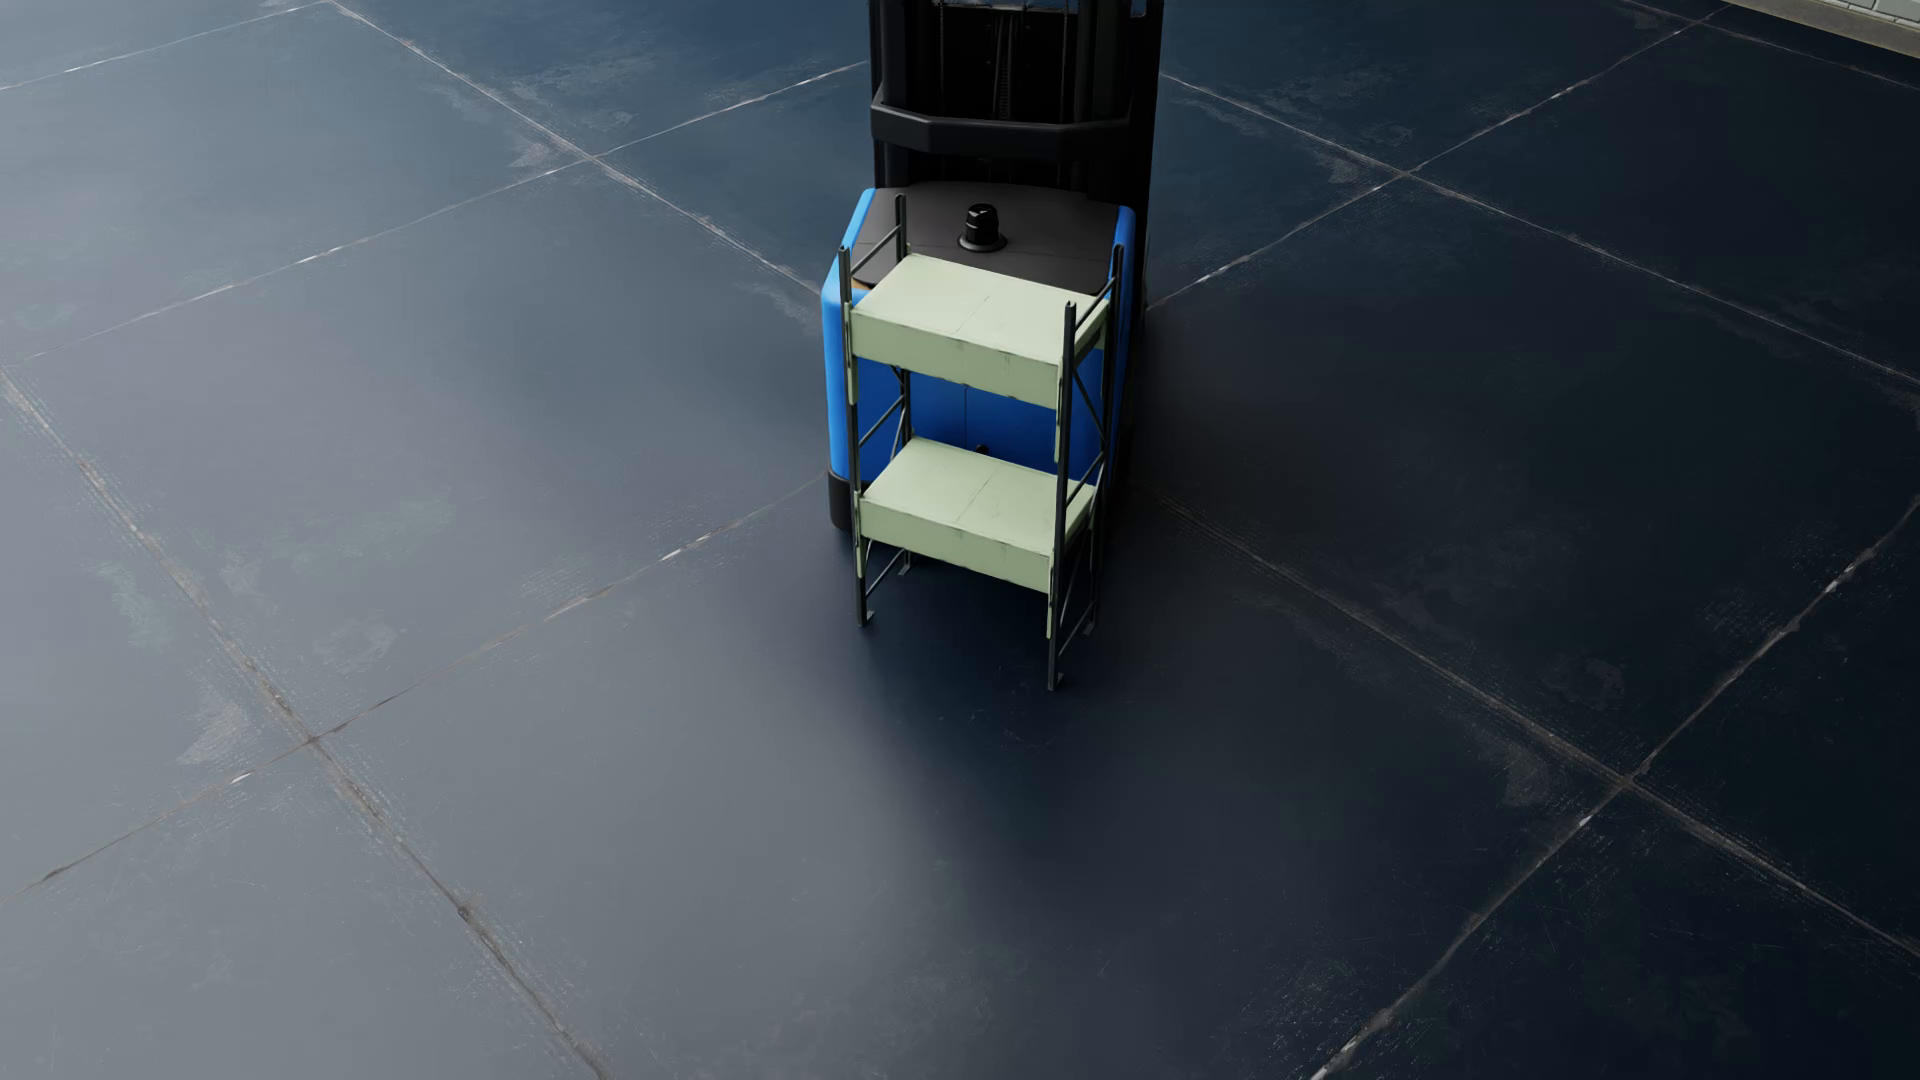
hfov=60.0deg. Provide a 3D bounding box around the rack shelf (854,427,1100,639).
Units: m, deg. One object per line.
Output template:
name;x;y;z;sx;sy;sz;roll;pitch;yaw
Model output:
rack shelf;0.063;-0.033;5.616;0.720;0.370;0.431;17;42;20

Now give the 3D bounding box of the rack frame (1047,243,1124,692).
rack frame;0.392;-0.186;5.287;0.023;1.500;0.400;17;42;20

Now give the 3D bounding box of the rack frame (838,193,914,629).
rack frame;-0.266;-0.387;5.536;0.023;1.500;0.400;17;42;20

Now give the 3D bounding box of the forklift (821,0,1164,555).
forklift;0.242;-2.010;6.406;1.130;2.935;3.031;5;39;7

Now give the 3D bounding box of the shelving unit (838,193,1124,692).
shelving unit;0.063;-0.287;5.411;0.755;1.500;0.431;17;42;20

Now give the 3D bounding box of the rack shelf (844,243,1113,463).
rack shelf;0.063;-0.590;5.166;0.720;0.370;0.431;17;42;20
